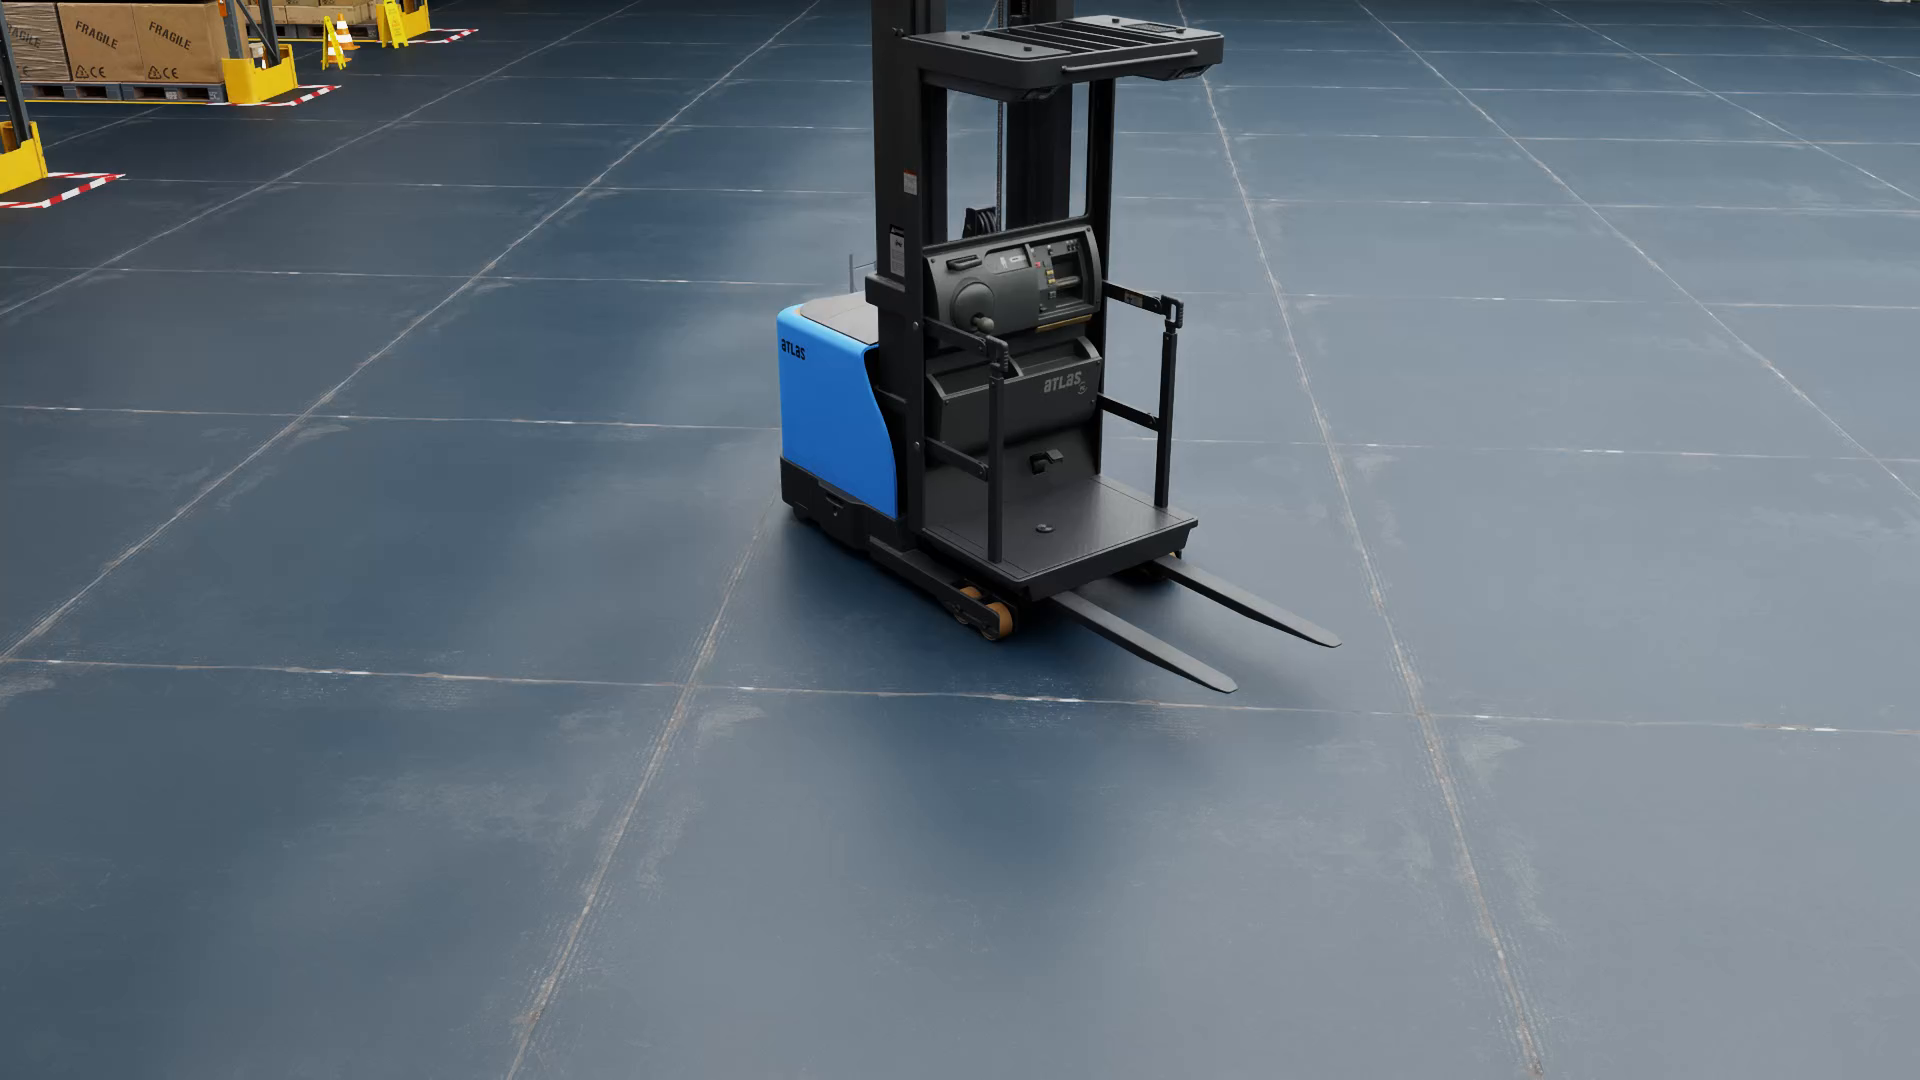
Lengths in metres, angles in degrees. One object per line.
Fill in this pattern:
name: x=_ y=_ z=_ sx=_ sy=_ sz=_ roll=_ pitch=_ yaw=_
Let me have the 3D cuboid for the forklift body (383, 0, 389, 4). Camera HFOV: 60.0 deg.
forklift body: x=-9.653 y=-9.694 z=26.744 sx=1.214 sy=2.155 sz=2.313 roll=2 pitch=25 yaw=4

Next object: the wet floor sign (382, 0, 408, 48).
wet floor sign: x=-7.891 y=-7.188 z=23.100 sx=0.232 sy=0.644 sz=0.267 roll=11 pitch=27 yaw=22

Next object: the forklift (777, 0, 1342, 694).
forklift: x=0.380 y=-1.125 z=7.188 sx=1.130 sy=2.935 sz=3.031 roll=-18 pitch=30 yaw=-34

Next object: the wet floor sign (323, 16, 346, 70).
wet floor sign: x=-8.097 y=-6.398 z=21.384 sx=0.232 sy=0.644 sz=0.267 roll=-2 pitch=25 yaw=-5

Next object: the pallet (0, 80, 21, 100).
pallet: x=-11.513 y=-5.448 z=19.837 sx=1.213 sy=0.211 sz=1.003 roll=2 pitch=25 yaw=4

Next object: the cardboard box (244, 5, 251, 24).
cardboard box: x=-10.357 y=-7.620 z=24.009 sx=0.500 sy=0.250 sz=0.500 roll=2 pitch=25 yaw=3

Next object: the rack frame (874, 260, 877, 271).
rack frame: x=-0.354 y=-0.916 z=8.806 sx=0.006 sy=1.200 sz=0.240 roll=21 pitch=32 yaw=38

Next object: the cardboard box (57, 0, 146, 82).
cardboard box: x=-9.836 y=-5.891 z=19.503 sx=0.875 sy=0.875 sz=0.875 roll=1 pitch=25 yaw=3

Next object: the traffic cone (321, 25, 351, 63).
traffic cone: x=-8.272 y=-6.560 z=21.953 sx=0.334 sy=0.463 sz=0.336 roll=2 pitch=25 yaw=4

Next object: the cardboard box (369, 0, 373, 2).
cardboard box: x=-8.806 y=-8.134 z=24.229 sx=0.500 sy=0.500 sz=0.500 roll=1 pitch=25 yaw=2

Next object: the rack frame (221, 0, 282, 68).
rack frame: x=-8.277 y=-6.644 z=19.100 sx=0.127 sy=3.000 sz=1.000 roll=2 pitch=25 yaw=4

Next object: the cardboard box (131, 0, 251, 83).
cardboard box: x=-8.958 y=-5.863 z=19.444 sx=0.875 sy=0.875 sz=0.875 roll=2 pitch=25 yaw=4

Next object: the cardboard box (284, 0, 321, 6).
cardboard box: x=-9.338 y=-7.925 z=23.774 sx=0.500 sy=0.500 sz=0.500 roll=3 pitch=25 yaw=6

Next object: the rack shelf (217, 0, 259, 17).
rack shelf: x=-10.271 y=-6.381 z=19.389 sx=4.000 sy=0.370 sz=1.077 roll=2 pitch=25 yaw=4

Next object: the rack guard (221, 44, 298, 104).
rack guard: x=-8.253 y=-5.507 z=19.621 sx=0.348 sy=0.500 sz=1.175 roll=2 pitch=25 yaw=4

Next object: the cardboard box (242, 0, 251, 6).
cardboard box: x=-10.368 y=-7.959 z=23.849 sx=0.500 sy=0.500 sz=0.500 roll=3 pitch=25 yaw=7

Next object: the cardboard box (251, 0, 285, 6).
cardboard box: x=-9.841 y=-7.944 z=23.815 sx=0.500 sy=0.500 sz=0.500 roll=1 pitch=25 yaw=3

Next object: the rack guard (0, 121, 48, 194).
rack guard: x=-8.833 y=-3.447 z=15.142 sx=0.348 sy=0.500 sz=1.175 roll=2 pitch=25 yaw=4

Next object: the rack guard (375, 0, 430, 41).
rack guard: x=-8.075 y=-7.577 z=24.118 sx=0.348 sy=0.500 sz=1.175 roll=2 pitch=25 yaw=4

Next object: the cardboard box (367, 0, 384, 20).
cardboard box: x=-8.782 y=-7.793 z=24.384 sx=0.500 sy=0.250 sz=0.500 roll=2 pitch=25 yaw=4

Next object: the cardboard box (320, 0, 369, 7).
cardboard box: x=-8.818 y=-7.909 z=23.740 sx=0.500 sy=0.500 sz=0.500 roll=2 pitch=25 yaw=4

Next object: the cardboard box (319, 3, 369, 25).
cardboard box: x=-8.849 y=-7.566 z=23.892 sx=0.500 sy=0.250 sz=0.500 roll=2 pitch=25 yaw=4

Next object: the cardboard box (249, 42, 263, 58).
cardboard box: x=-9.460 y=-6.615 z=22.448 sx=0.250 sy=0.149 sz=0.380 roll=16 pitch=29 yaw=31

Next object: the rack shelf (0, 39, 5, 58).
rack shelf: x=-10.752 y=-4.317 z=14.904 sx=4.000 sy=0.370 sz=1.077 roll=2 pitch=25 yaw=4

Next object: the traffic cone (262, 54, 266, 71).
traffic cone: x=-8.698 y=-6.100 z=20.953 sx=0.334 sy=0.463 sz=0.336 roll=2 pitch=25 yaw=4

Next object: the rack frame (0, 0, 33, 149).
rack frame: x=-8.757 y=-4.580 z=14.614 sx=0.127 sy=3.000 sz=1.000 roll=2 pitch=25 yaw=4

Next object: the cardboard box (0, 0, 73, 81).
cardboard box: x=-10.744 y=-5.921 z=19.568 sx=0.875 sy=0.875 sz=0.875 roll=2 pitch=25 yaw=4

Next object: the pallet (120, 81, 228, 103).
pallet: x=-9.080 y=-5.370 z=19.668 sx=1.213 sy=0.211 sz=1.003 roll=2 pitch=25 yaw=4

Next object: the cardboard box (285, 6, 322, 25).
cardboard box: x=-9.341 y=-7.585 z=23.933 sx=0.500 sy=0.250 sz=0.500 roll=2 pitch=25 yaw=4

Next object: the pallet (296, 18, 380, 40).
pallet: x=-8.882 y=-7.486 z=24.267 sx=1.213 sy=0.211 sz=1.003 roll=2 pitch=25 yaw=4

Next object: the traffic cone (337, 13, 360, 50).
traffic cone: x=-8.526 y=-7.034 z=22.982 sx=0.334 sy=0.463 sz=0.336 roll=2 pitch=25 yaw=4

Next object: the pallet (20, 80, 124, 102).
pallet: x=-10.293 y=-5.410 z=19.755 sx=1.213 sy=0.211 sz=1.003 roll=2 pitch=25 yaw=4

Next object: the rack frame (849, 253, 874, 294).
rack frame: x=-0.489 y=-0.968 z=8.918 sx=0.006 sy=1.200 sz=0.240 roll=21 pitch=32 yaw=38

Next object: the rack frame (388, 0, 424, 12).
rack frame: x=-7.999 y=-8.710 z=23.591 sx=0.127 sy=3.000 sz=1.000 roll=2 pitch=25 yaw=4

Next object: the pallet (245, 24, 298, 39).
pallet: x=-10.095 y=-7.527 z=24.355 sx=1.213 sy=0.211 sz=1.003 roll=2 pitch=25 yaw=4

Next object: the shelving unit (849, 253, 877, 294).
shelving unit: x=-0.422 y=-0.942 z=8.862 sx=0.189 sy=1.200 sz=0.258 roll=21 pitch=32 yaw=38

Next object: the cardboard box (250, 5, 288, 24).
cardboard box: x=-9.863 y=-7.600 z=23.965 sx=0.500 sy=0.250 sz=0.500 roll=1 pitch=25 yaw=2
